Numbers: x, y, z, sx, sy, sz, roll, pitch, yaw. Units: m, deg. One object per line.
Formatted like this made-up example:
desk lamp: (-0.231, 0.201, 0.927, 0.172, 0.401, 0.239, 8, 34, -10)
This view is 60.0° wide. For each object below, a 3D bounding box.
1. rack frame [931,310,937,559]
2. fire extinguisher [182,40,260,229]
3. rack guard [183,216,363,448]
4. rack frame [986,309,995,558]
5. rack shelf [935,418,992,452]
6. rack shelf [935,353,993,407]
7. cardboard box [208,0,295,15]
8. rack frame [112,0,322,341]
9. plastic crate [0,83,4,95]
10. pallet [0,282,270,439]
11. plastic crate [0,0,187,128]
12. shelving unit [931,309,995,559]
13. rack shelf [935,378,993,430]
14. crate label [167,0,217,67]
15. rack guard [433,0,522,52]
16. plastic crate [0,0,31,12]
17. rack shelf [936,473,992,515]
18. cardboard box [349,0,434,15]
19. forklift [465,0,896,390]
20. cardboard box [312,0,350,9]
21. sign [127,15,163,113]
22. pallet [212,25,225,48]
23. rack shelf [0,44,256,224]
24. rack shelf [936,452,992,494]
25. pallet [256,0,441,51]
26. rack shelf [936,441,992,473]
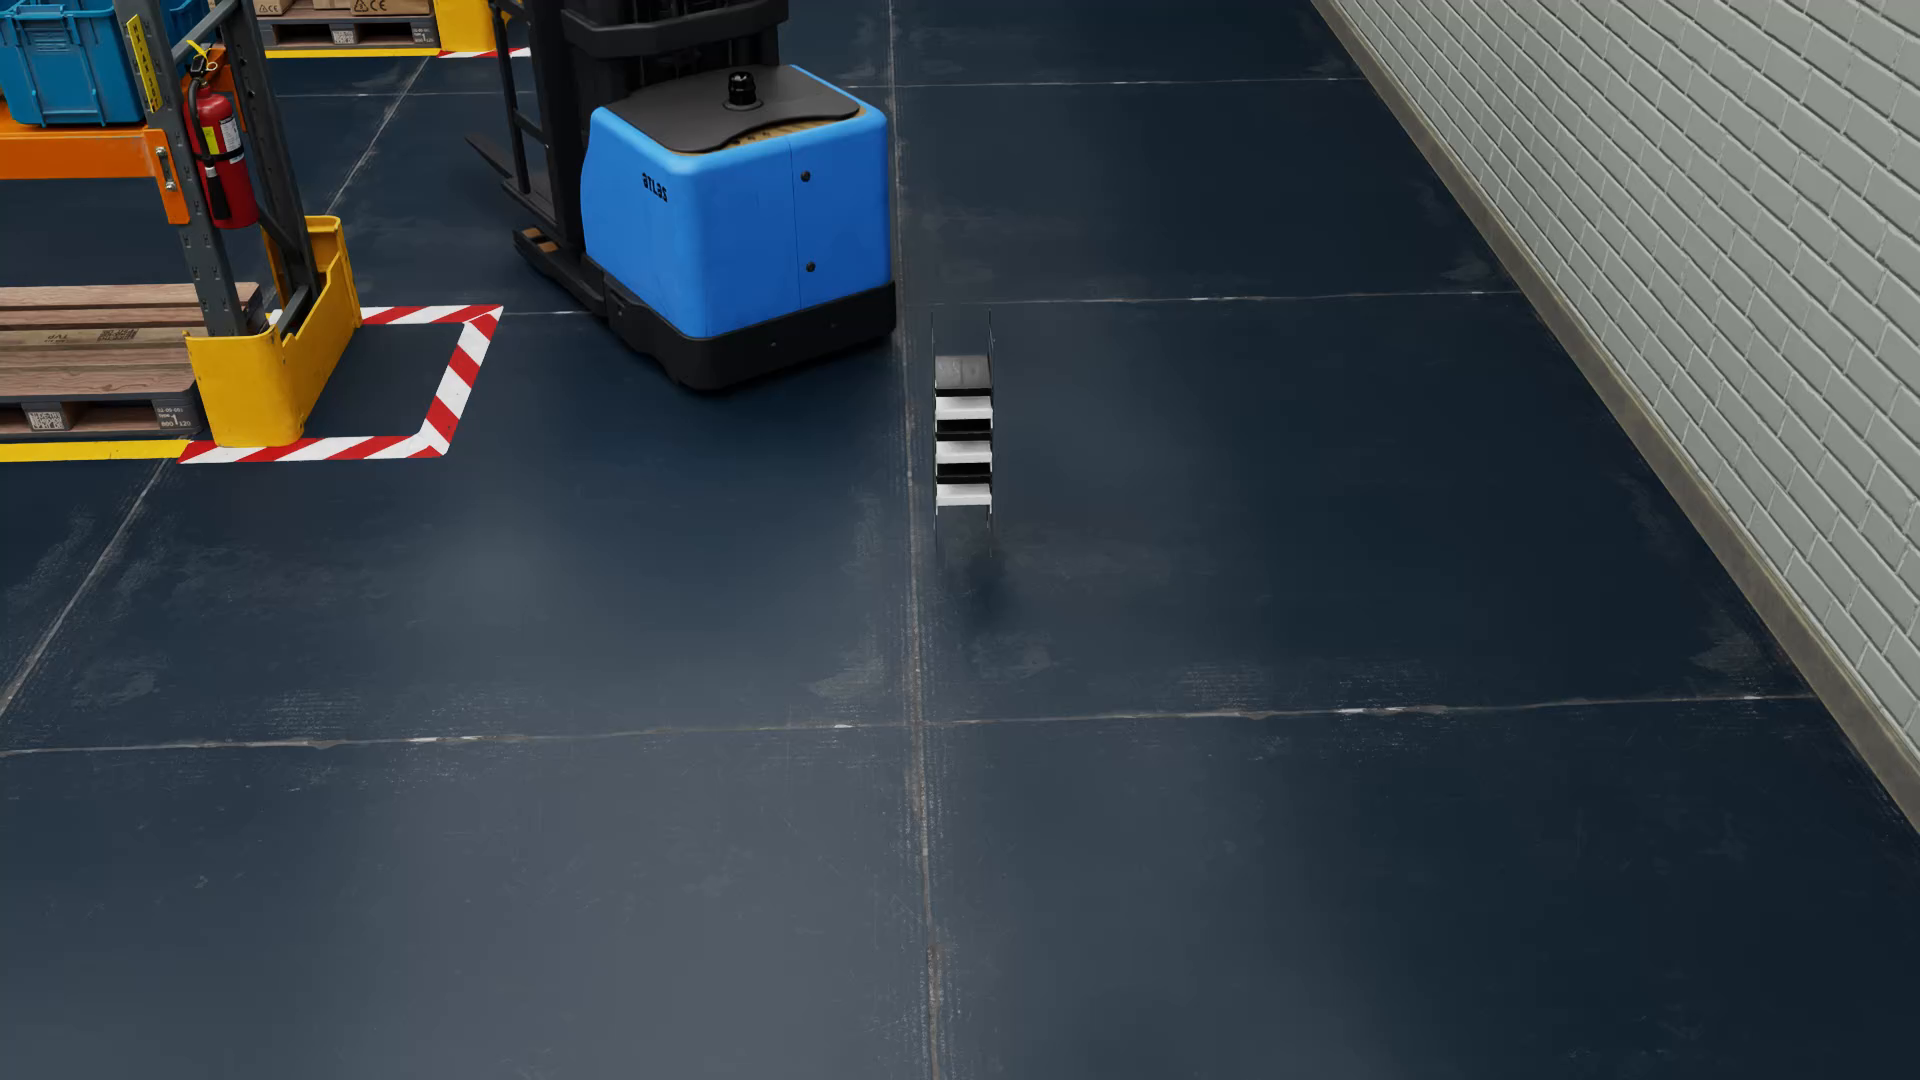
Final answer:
rack frame: (-0.093, -0.367, 5.990, 0.006, 0.900, 0.240, -2, 35, -2)
fire extinguisher: (-2.768, -1.497, 6.174, 0.183, 0.674, 0.296, -2, 35, -2)
rack guard: (-2.917, -0.917, 7.136, 0.348, 0.500, 1.175, -2, 35, -2)
rack frame: (0.110, -0.373, 5.998, 0.006, 0.900, 0.240, -2, 35, -2)
rack shelf: (0.008, -0.417, 5.962, 0.200, 0.077, 0.258, -2, 35, -2)
rack shelf: (0.008, -0.565, 5.860, 0.200, 0.077, 0.258, -2, 35, -2)
cardboard box: (-4.653, -3.640, 10.903, 0.500, 0.250, 0.500, -2, 35, -2)
rack frame: (-2.940, -1.937, 6.413, 0.127, 3.000, 1.000, -2, 35, -2)
plastic crate: (-3.746, -1.728, 6.290, 0.243, 0.136, 0.396, -2, 35, -2)
pallet: (-3.766, -0.790, 7.206, 1.213, 0.211, 1.003, -2, 35, -2)
plastic crate: (-3.266, -1.861, 6.219, 0.499, 0.435, 0.616, -2, 35, -2)
shelving unit: (0.008, -0.370, 5.994, 0.210, 0.900, 0.258, -2, 35, -2)
rack shelf: (0.008, -0.491, 5.911, 0.200, 0.077, 0.258, -2, 35, -2)
crate label: (-3.203, -2.073, 6.704, 0.303, 0.233, 0.416, -2, 35, -2)
rack guard: (-3.247, -3.723, 11.190, 0.348, 0.500, 1.175, -2, 35, -2)
plastic crate: (-3.860, -2.055, 6.679, 0.300, 0.233, 0.416, -2, 35, -2)
rack shelf: (0.008, -0.195, 6.116, 0.200, 0.077, 0.258, -2, 35, -2)
cardboard box: (-3.703, -3.751, 10.844, 0.500, 0.500, 0.500, -2, 35, -2)
forklift: (-1.547, -2.633, 7.479, 1.130, 2.935, 3.031, -22, 40, -28)
cardboard box: (-4.112, -3.654, 10.997, 0.250, 0.166, 0.380, -2, 35, -2)
sign: (-2.898, -1.692, 5.915, 0.005, 0.325, 0.100, -2, 35, -2)
pallet: (-5.259, -3.551, 11.195, 1.213, 0.211, 1.003, -2, 35, -2)
rack shelf: (-4.938, -1.587, 6.540, 4.000, 0.370, 1.077, -2, 35, -2)
rack shelf: (0.008, -0.269, 6.064, 0.200, 0.077, 0.258, -2, 35, -2)
pallet: (-4.043, -3.582, 11.240, 1.213, 0.211, 1.003, -2, 35, -2)
rack shelf: (0.008, -0.343, 6.013, 0.200, 0.077, 0.258, -2, 35, -2)
